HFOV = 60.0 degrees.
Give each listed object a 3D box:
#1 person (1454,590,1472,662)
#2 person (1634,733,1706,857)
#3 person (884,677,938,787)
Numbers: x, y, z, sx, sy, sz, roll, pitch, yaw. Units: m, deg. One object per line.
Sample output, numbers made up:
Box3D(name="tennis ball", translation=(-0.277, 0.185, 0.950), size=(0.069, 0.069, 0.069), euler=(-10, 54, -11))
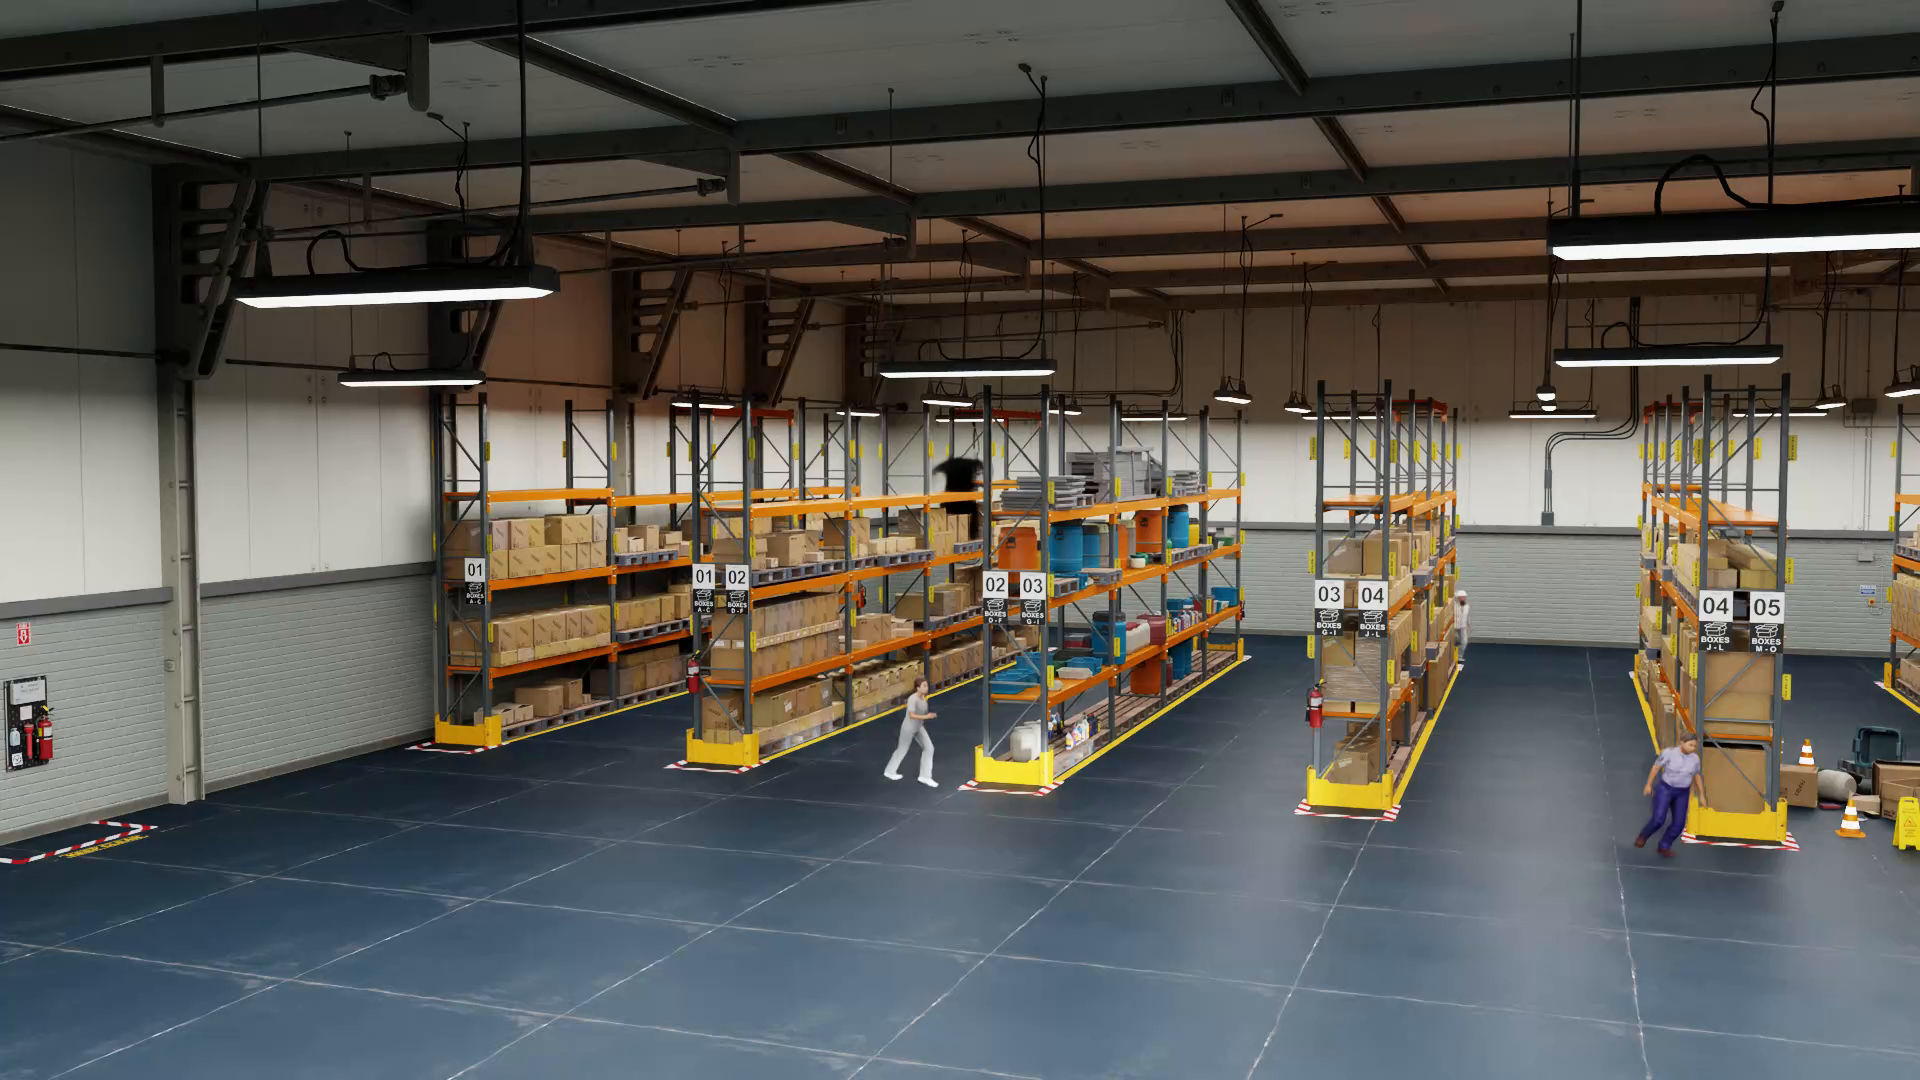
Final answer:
Box3D(name="person", translation=(11.837, 2.035, 39.705), size=(0.695, 1.706, 0.817), euler=(-1, 3, -14))
Box3D(name="person", translation=(8.760, 3.122, 20.494), size=(0.740, 1.566, 0.594), euler=(0, 3, 0))
Box3D(name="person", translation=(-0.719, 2.861, 24.925), size=(0.953, 1.642, 0.564), euler=(2, 4, 34))
